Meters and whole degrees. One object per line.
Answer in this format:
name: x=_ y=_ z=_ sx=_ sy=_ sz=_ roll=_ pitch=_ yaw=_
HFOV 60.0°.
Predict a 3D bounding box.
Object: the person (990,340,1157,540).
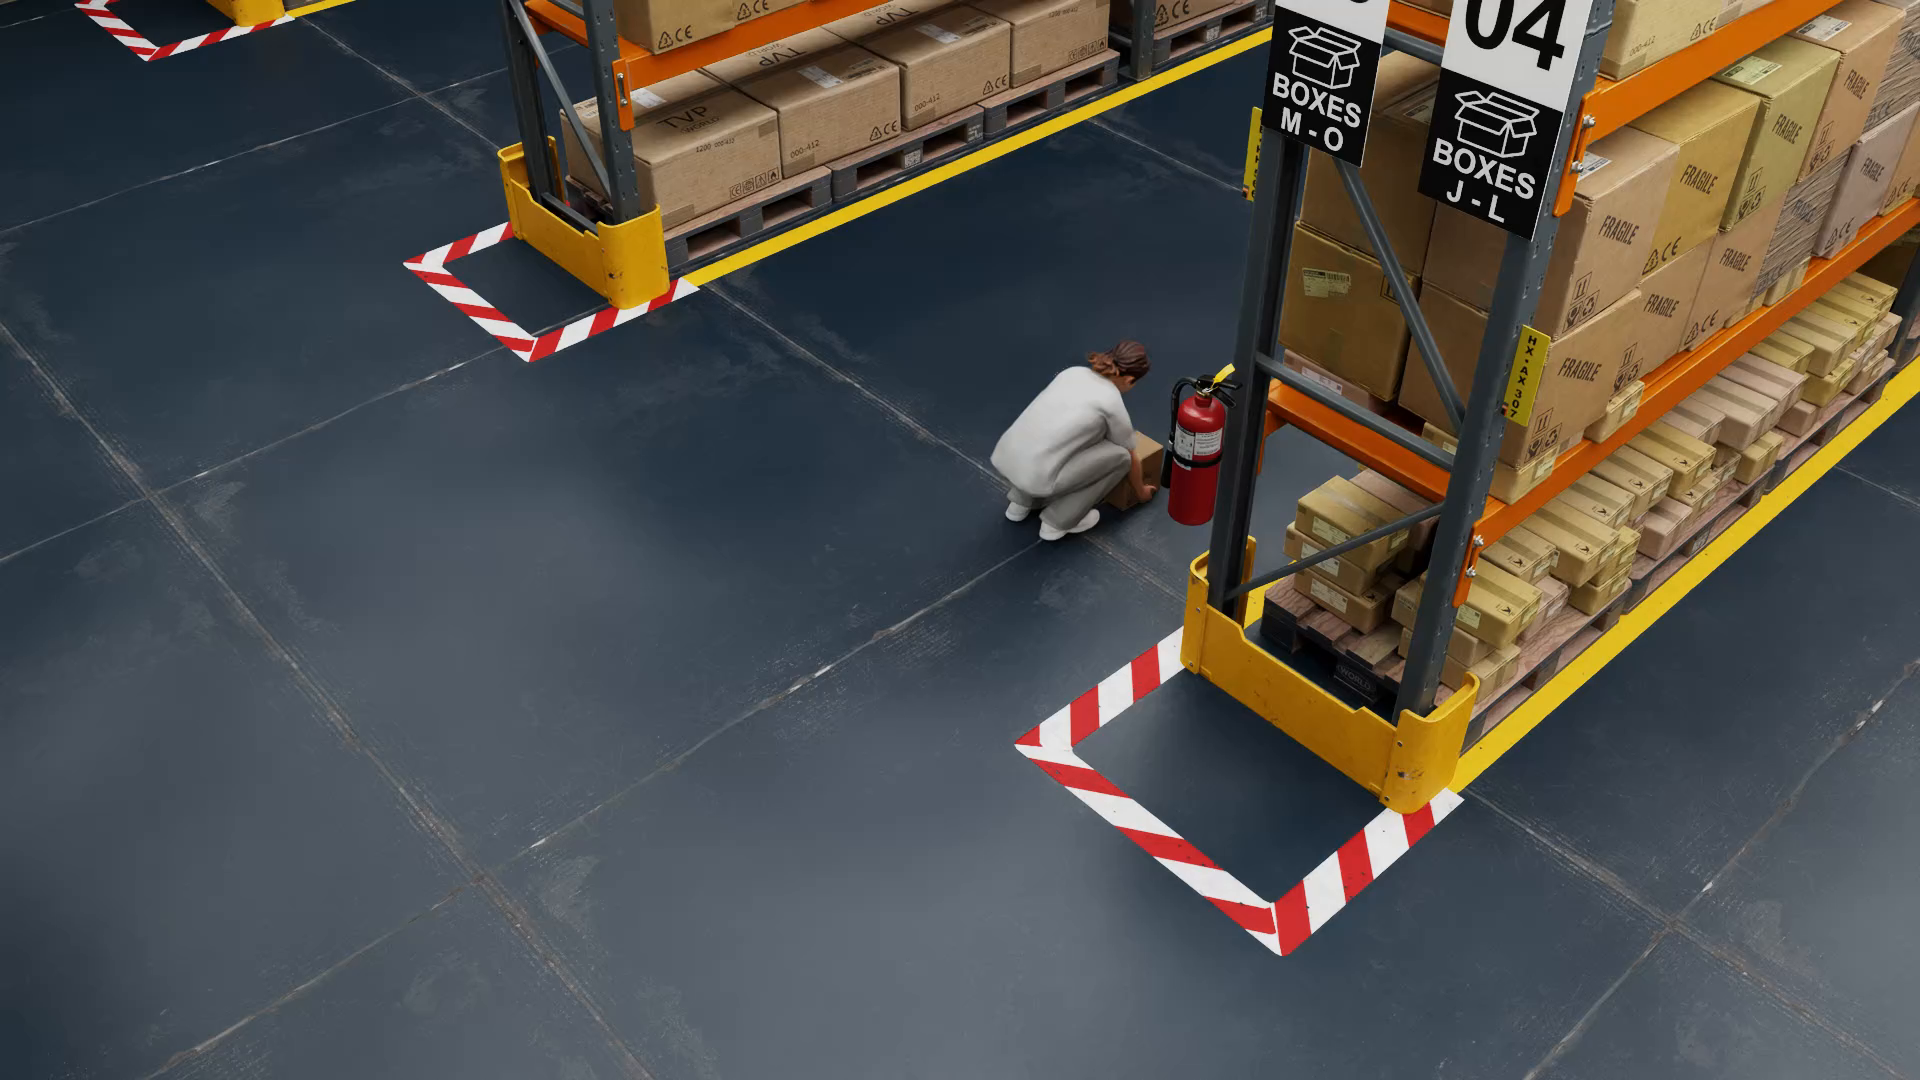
person: x=0.513 y=-0.419 z=7.407 sx=0.817 sy=0.810 sz=0.469 roll=-24 pitch=45 yaw=-25
